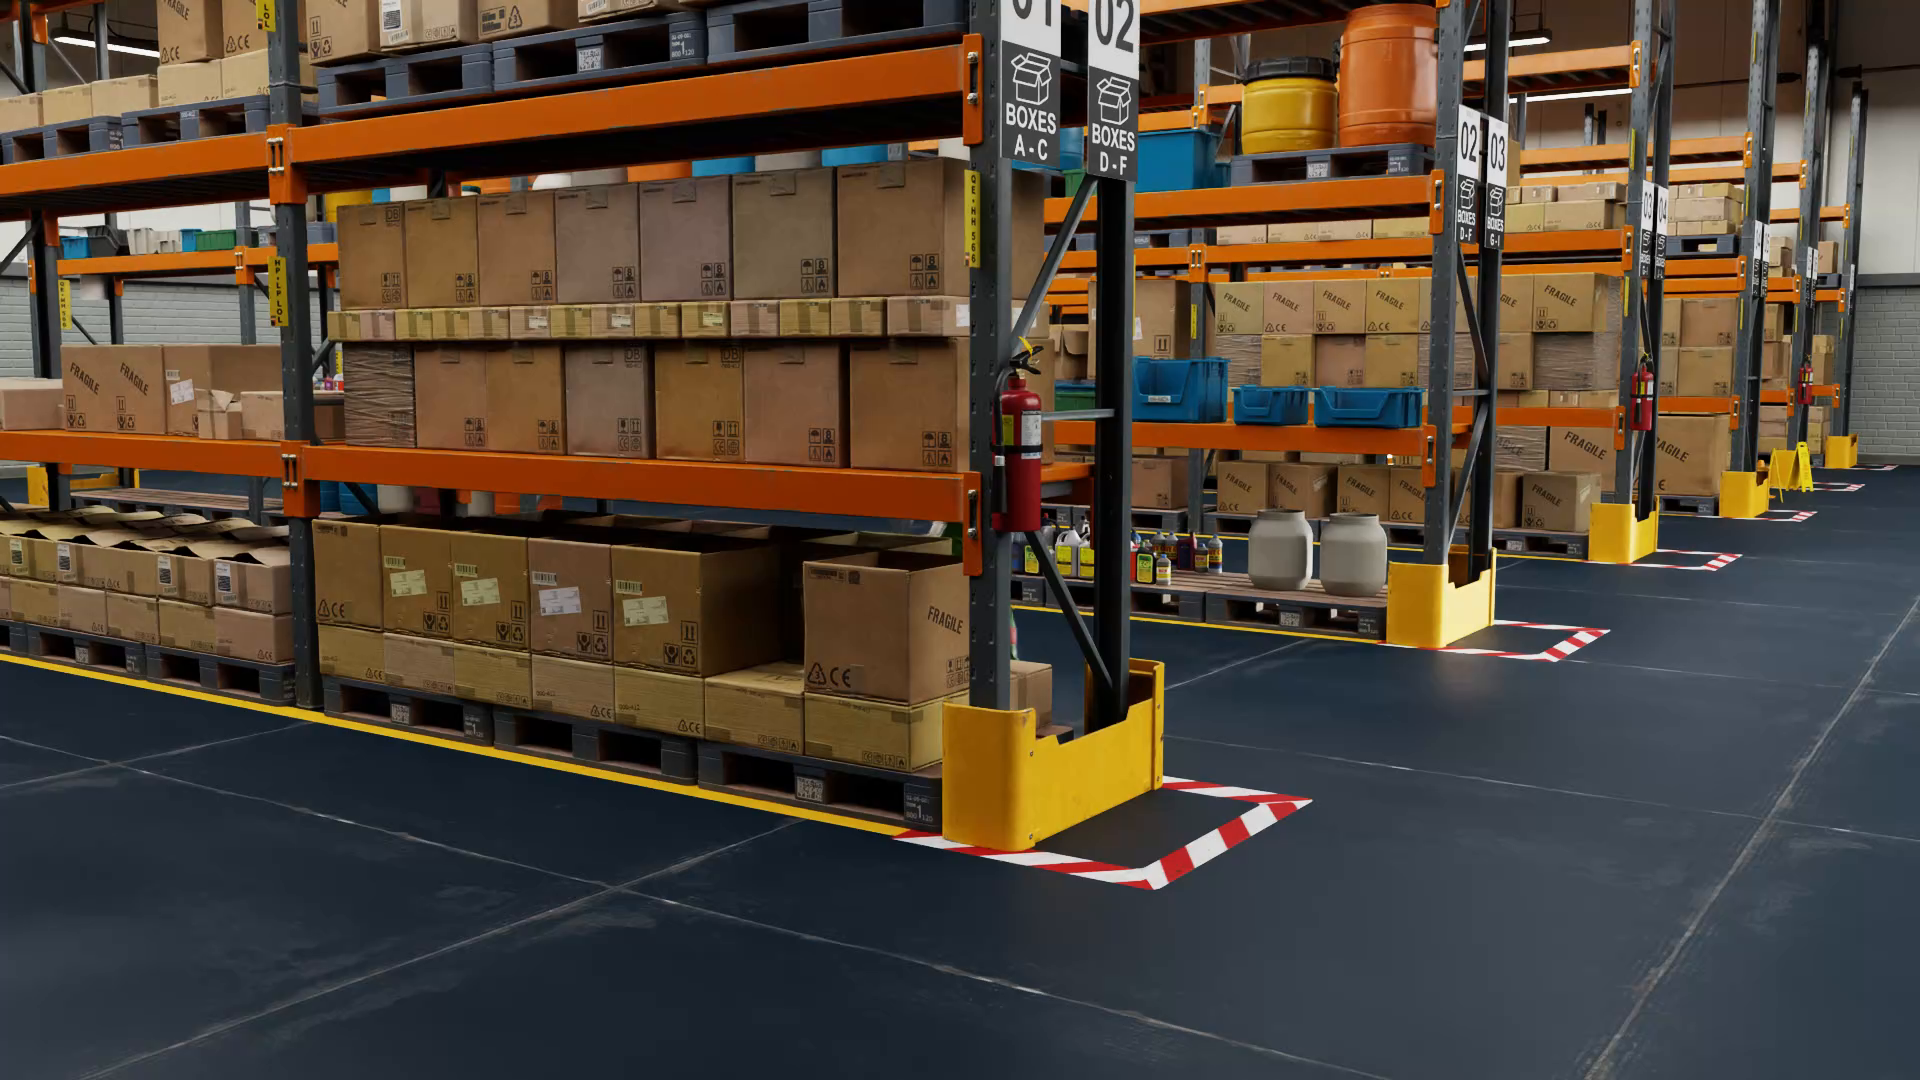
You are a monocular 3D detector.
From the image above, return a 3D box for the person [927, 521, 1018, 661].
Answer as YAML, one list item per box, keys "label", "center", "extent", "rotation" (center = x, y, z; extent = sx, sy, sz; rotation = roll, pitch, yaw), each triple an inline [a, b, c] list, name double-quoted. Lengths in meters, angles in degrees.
- label: "person"
  center: [0.072, -0.083, 8.263]
  extent: [0.337, 1.808, 0.556]
  rotation: [5, 8, 41]
